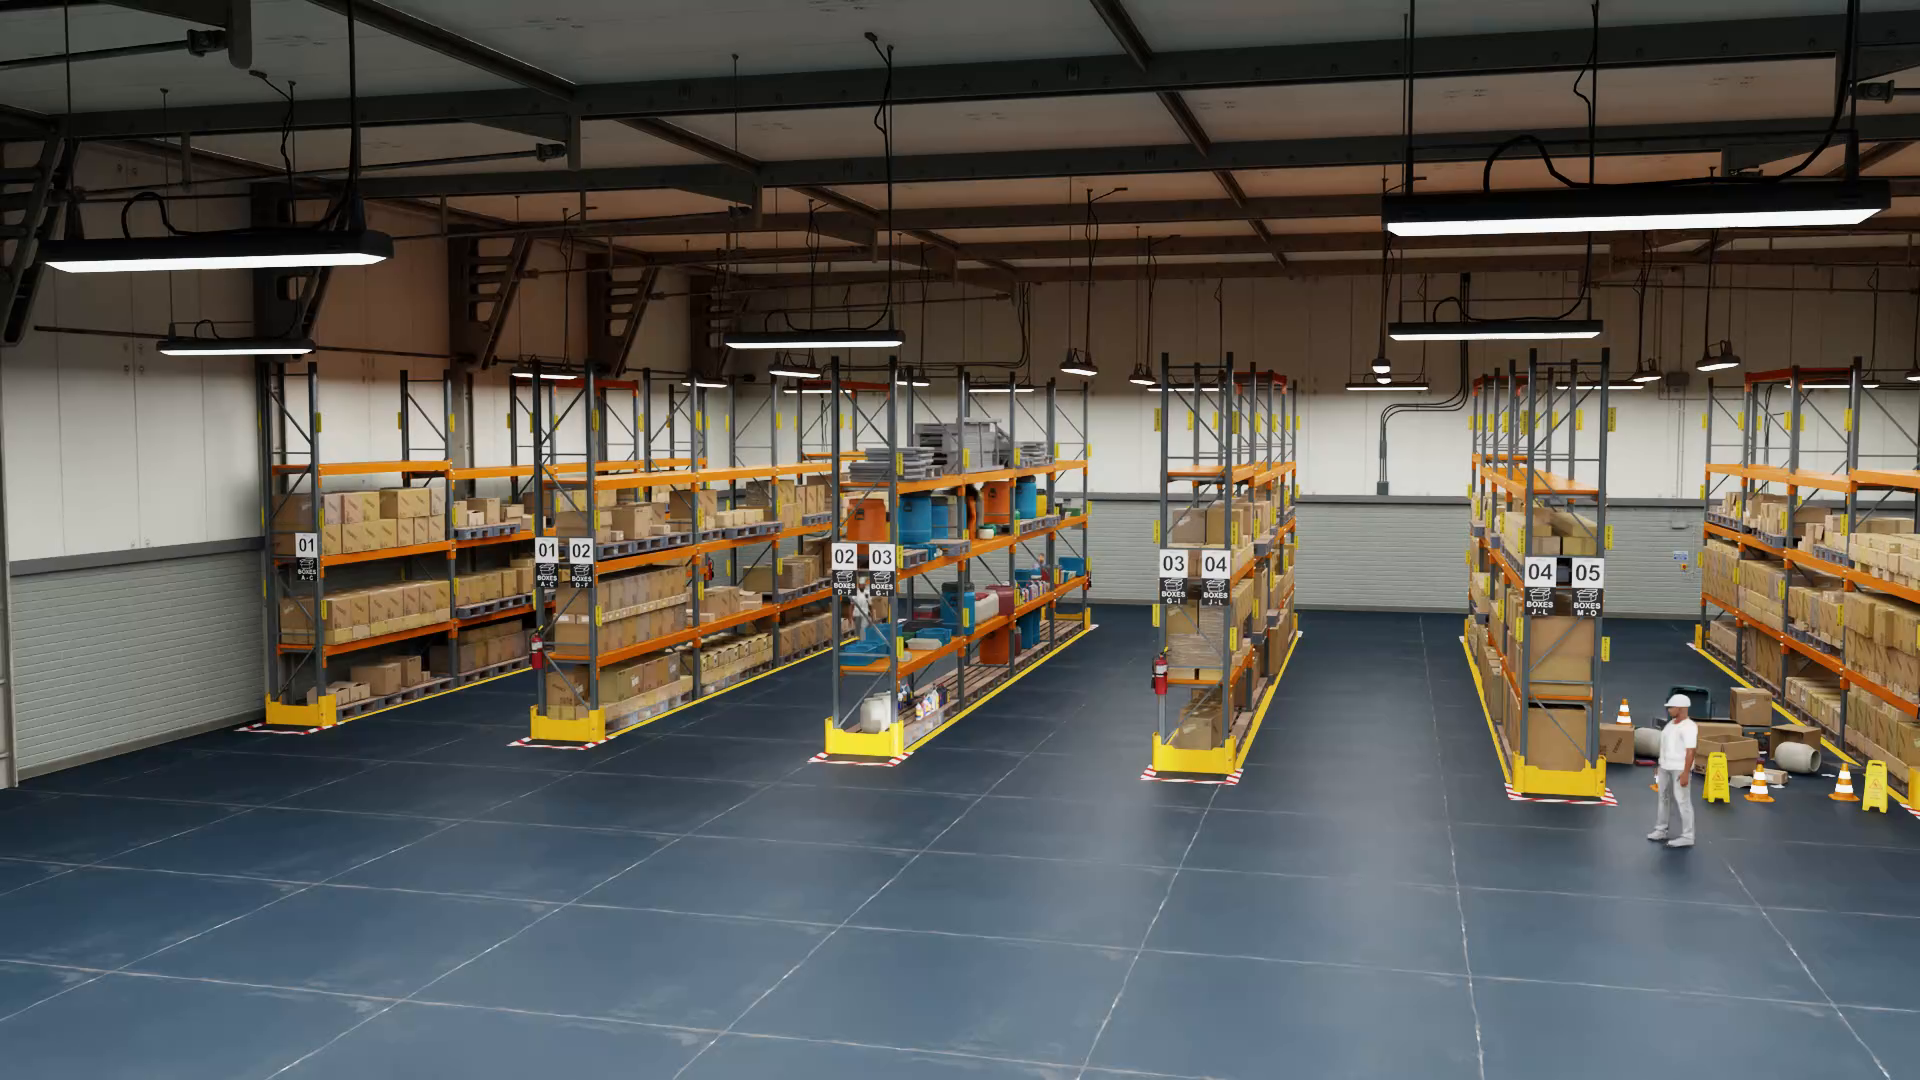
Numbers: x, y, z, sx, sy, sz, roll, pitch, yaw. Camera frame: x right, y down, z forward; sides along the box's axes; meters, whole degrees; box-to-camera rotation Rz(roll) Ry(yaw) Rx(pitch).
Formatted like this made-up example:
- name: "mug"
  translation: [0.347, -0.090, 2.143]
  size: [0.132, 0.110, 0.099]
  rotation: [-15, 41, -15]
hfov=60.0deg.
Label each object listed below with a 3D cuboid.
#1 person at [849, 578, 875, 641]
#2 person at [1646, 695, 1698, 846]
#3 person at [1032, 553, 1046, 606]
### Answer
- name: "person"
  translation: [-2.120, 1.645, 35.996]
  size: [0.482, 1.657, 0.899]
  rotation: [1, 4, 18]
- name: "person"
  translation: [8.507, 2.719, 19.840]
  size: [0.486, 1.763, 0.629]
  rotation: [-1, 4, -17]
- name: "person"
  translation: [2.118, 1.182, 42.980]
  size: [0.615, 1.690, 0.818]
  rotation: [1, 4, 15]
